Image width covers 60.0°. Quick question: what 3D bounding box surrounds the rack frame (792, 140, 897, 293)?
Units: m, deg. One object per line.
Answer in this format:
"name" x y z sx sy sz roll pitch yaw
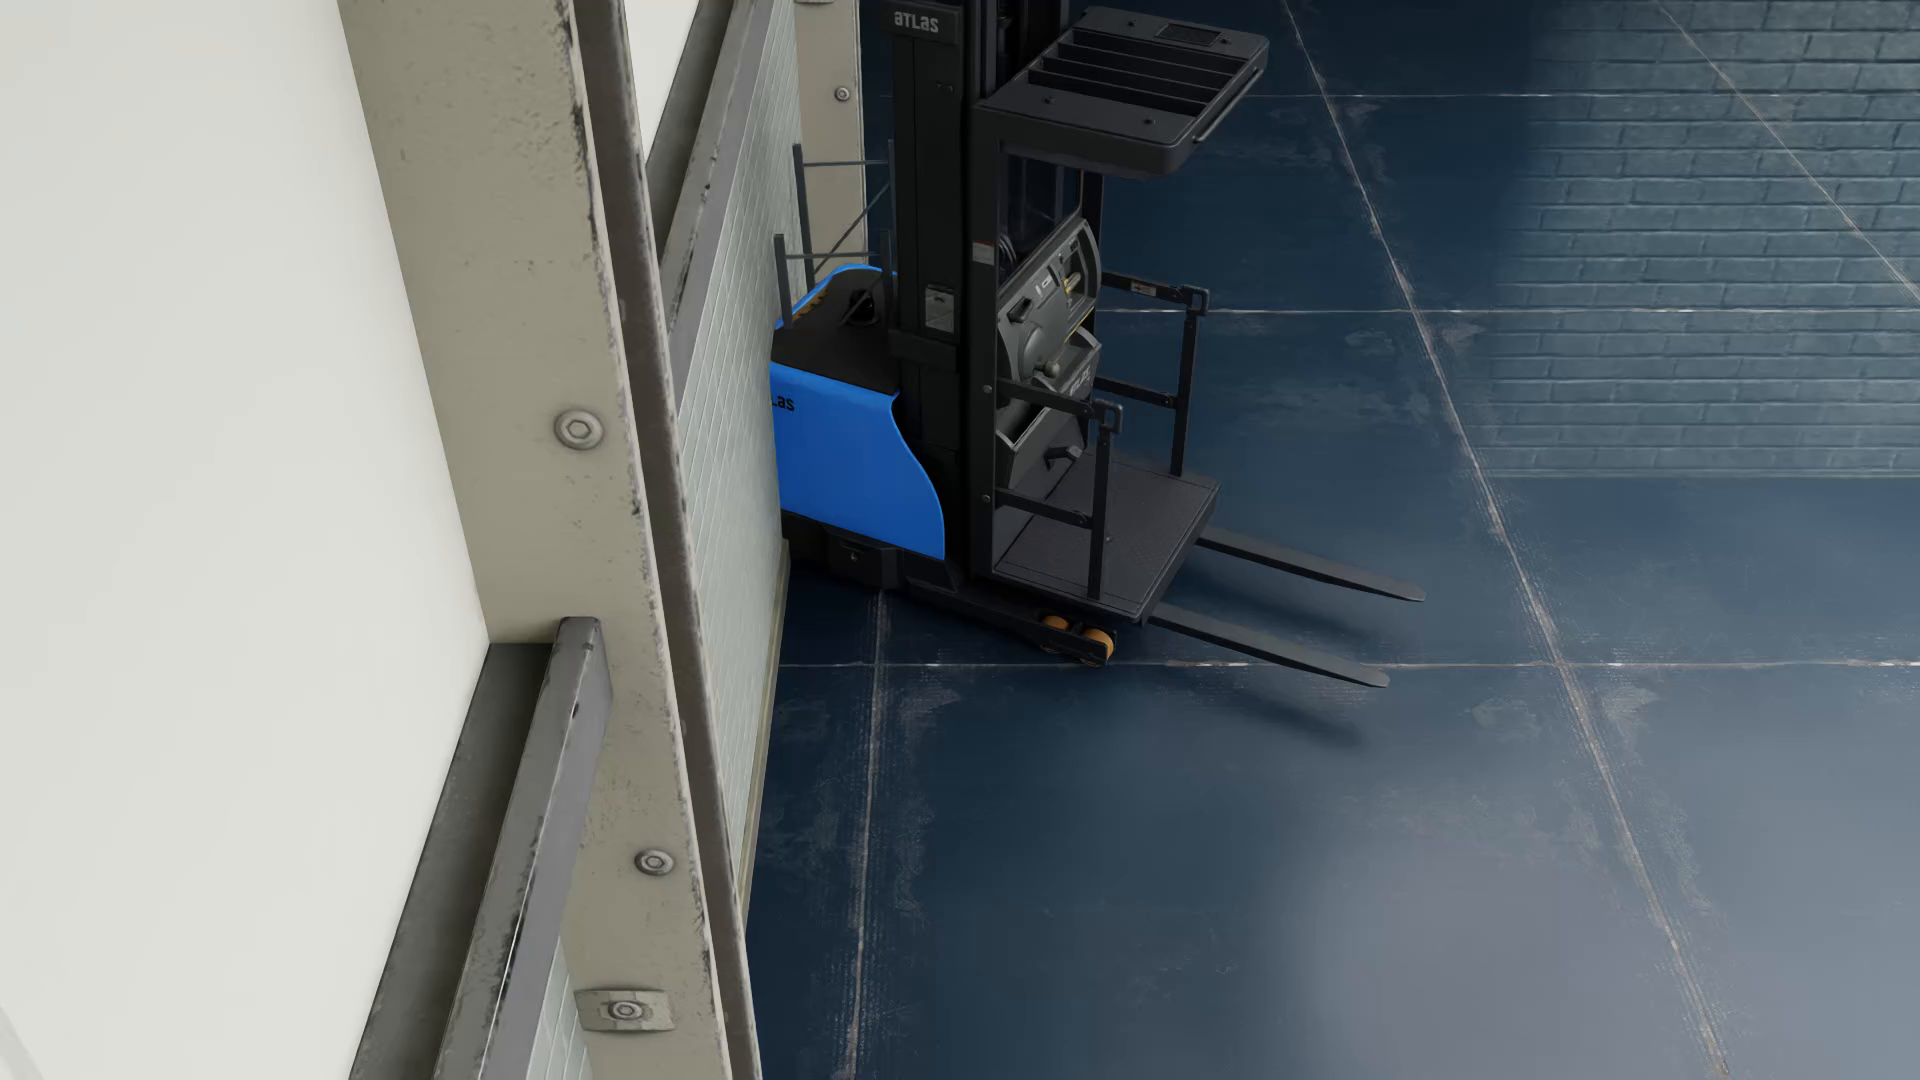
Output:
"rack frame" -0.526 -1.298 8.424 0.500 1.500 0.032 -2 35 1

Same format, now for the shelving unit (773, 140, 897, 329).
"shelving unit" -0.525 -0.999 8.002 0.587 1.500 1.083 -2 35 1

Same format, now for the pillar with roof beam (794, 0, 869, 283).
"pillar with roof beam" 3.619 -4.841 6.840 9.100 9.000 0.400 0 39 0

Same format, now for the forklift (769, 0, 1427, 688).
"forklift" 0.559 -0.970 6.862 3.031 2.935 1.130 17 42 20

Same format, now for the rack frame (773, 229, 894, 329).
"rack frame" -0.524 -0.710 7.595 0.500 1.500 0.032 -2 35 1
